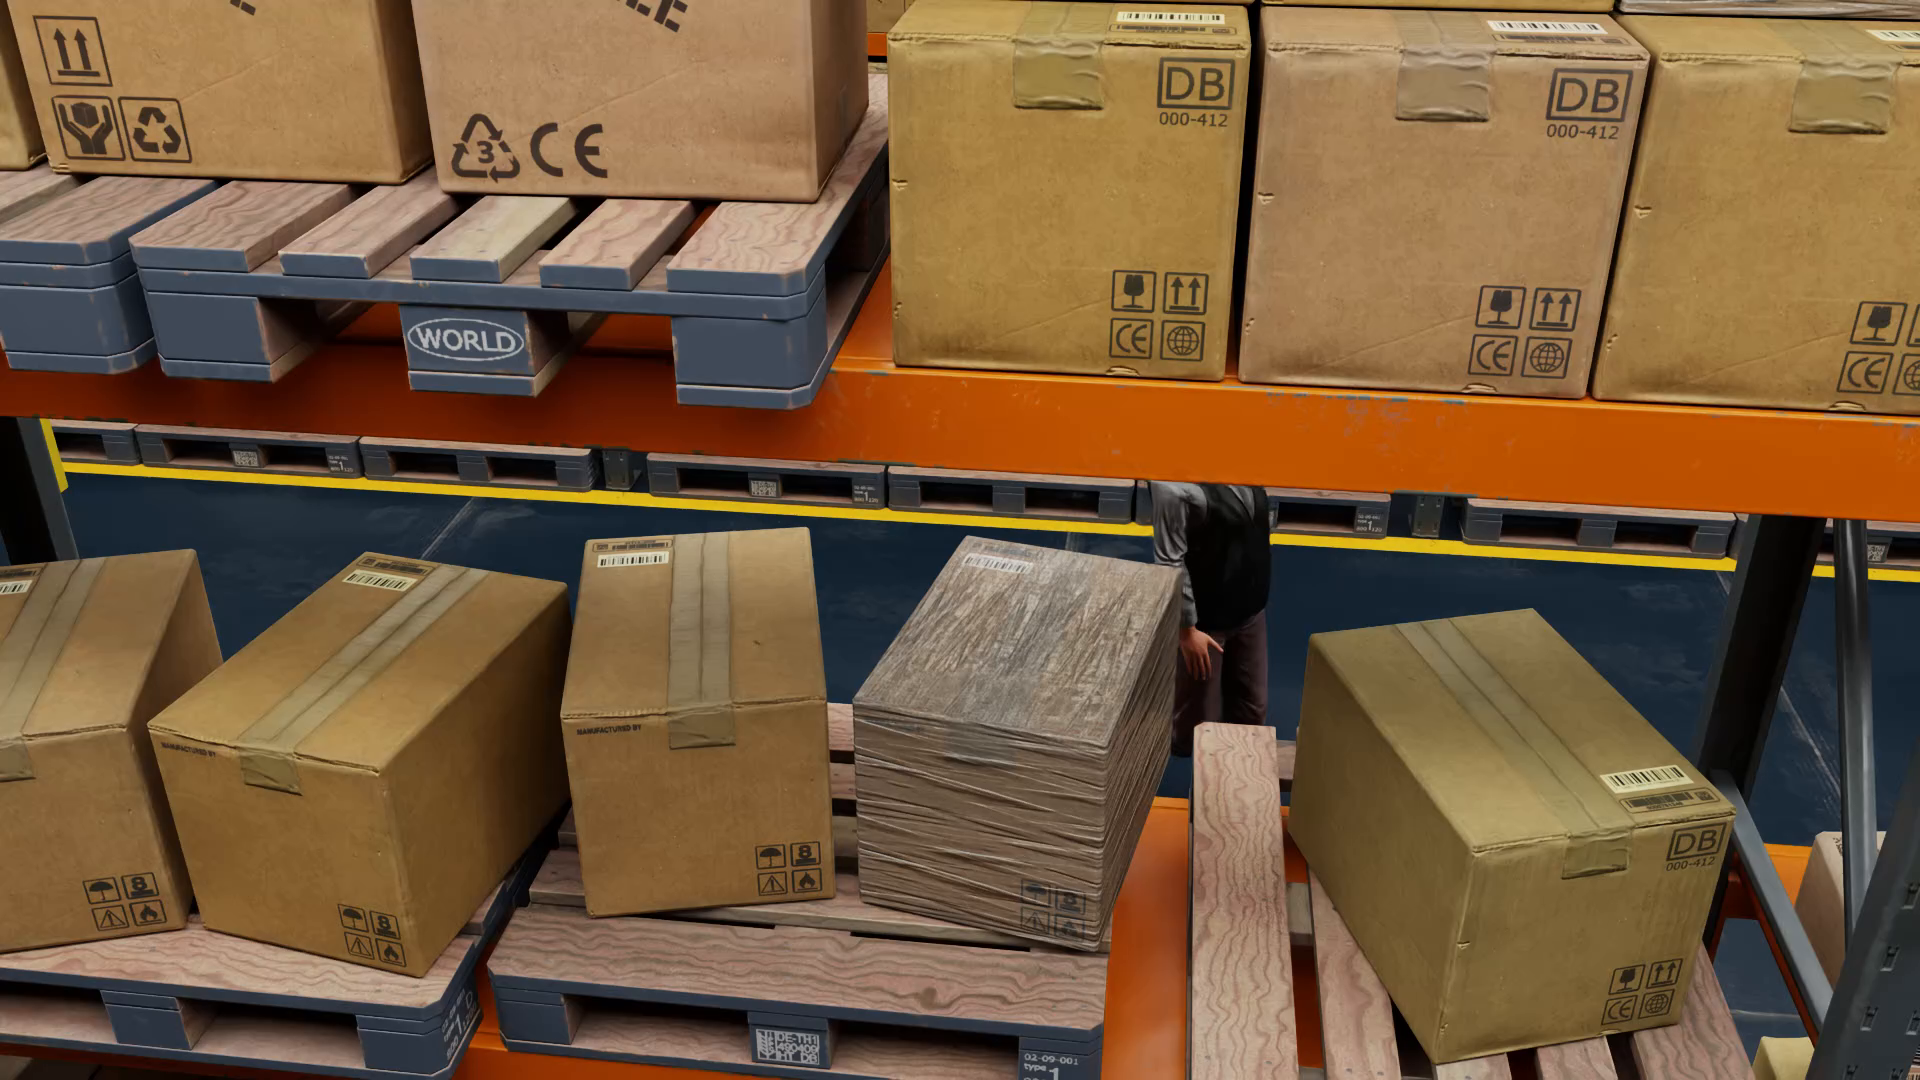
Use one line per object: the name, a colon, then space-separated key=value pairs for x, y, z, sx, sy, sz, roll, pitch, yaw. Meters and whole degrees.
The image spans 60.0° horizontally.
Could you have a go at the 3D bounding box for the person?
person: x=0.845 y=0.250 z=5.681 sx=0.753 sy=1.707 sz=0.555 roll=24 pitch=36 yaw=37
